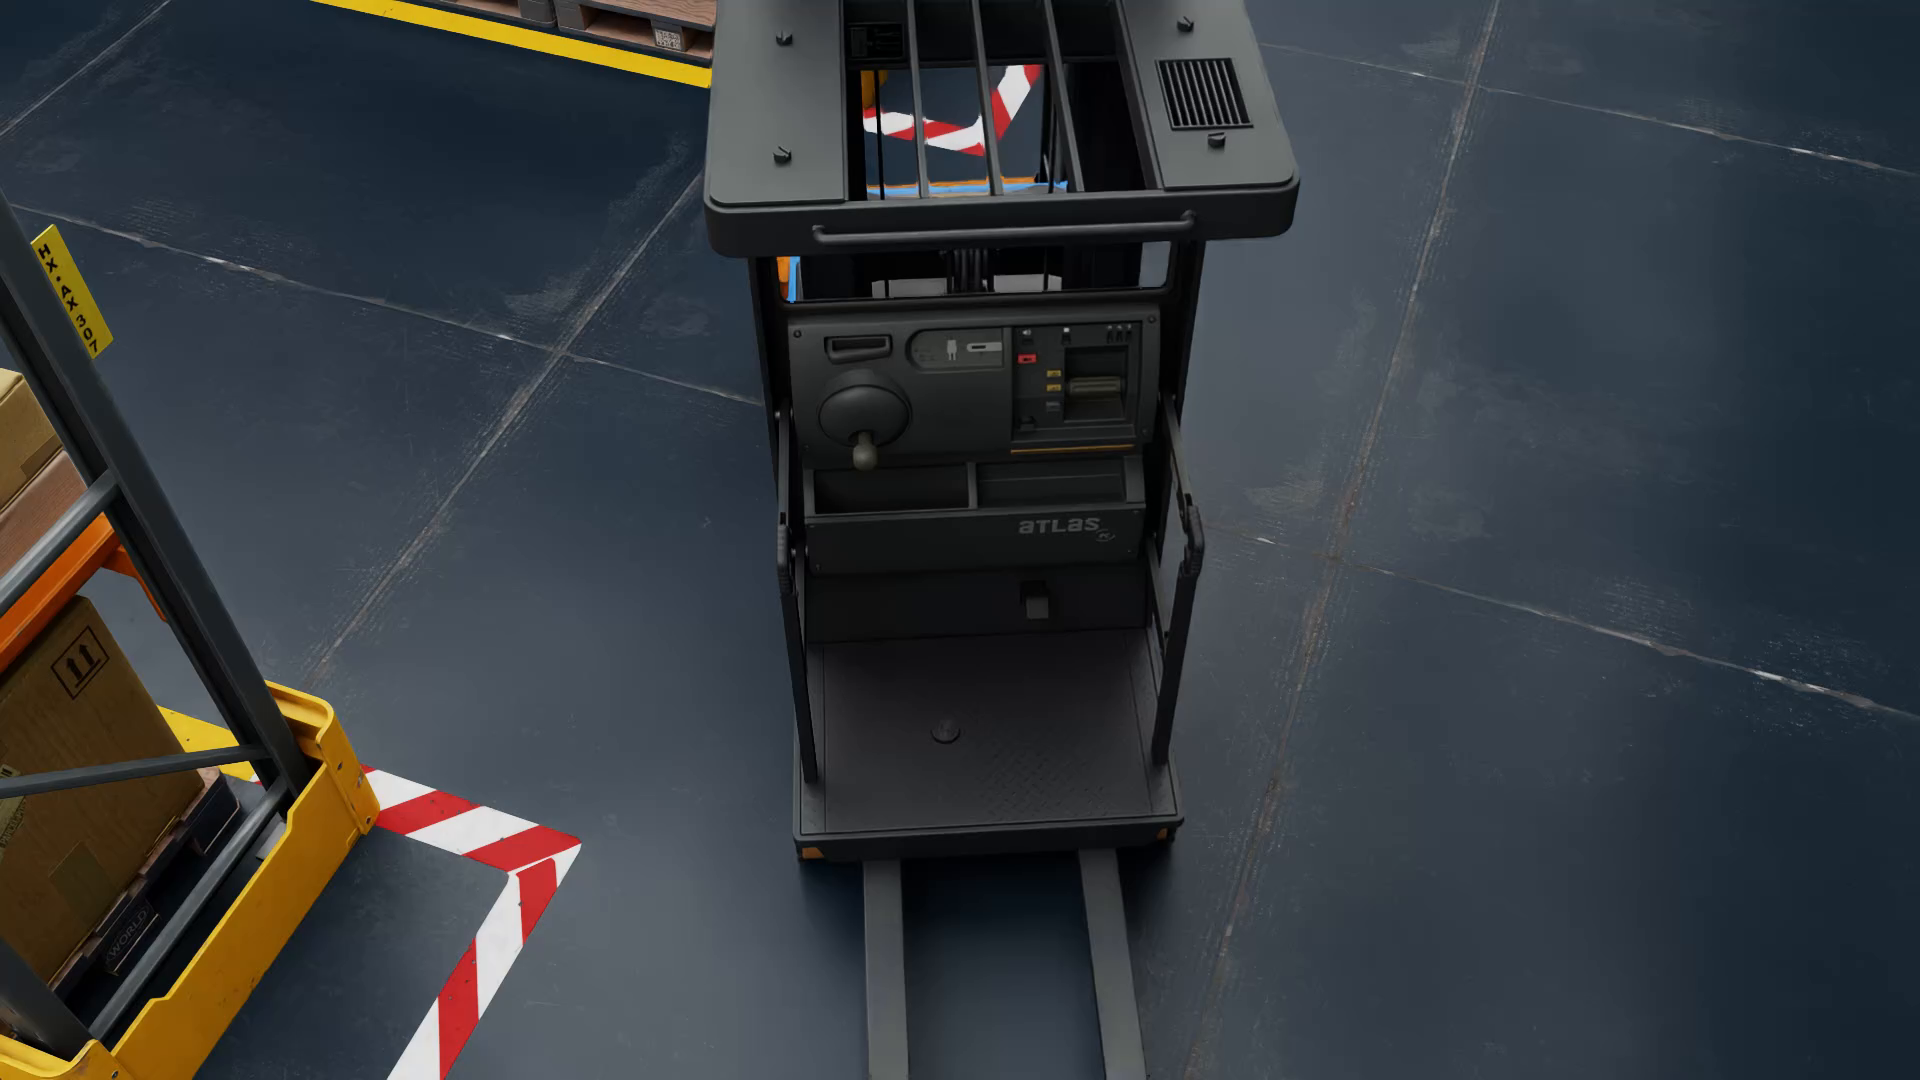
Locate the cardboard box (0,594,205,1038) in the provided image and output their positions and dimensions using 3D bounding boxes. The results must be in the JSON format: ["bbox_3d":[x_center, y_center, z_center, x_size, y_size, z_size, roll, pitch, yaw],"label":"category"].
[{"bbox_3d":[-2.752,0.625,4.352,0.875,0.875,0.875,16,51,13],"label":"cardboard box"}]

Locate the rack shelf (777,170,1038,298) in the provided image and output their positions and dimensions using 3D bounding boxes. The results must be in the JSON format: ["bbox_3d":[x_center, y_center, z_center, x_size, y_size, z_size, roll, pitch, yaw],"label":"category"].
[{"bbox_3d":[-0.183,-1.051,5.907,1.000,0.185,0.538,-4,49,-4],"label":"rack shelf"}]

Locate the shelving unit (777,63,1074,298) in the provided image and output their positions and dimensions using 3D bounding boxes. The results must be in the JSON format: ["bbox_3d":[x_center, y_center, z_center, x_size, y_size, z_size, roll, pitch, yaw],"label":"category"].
[{"bbox_3d":[-0.174,-1.170,5.771,1.083,1.500,0.587,-4,49,-4],"label":"shelving unit"}]

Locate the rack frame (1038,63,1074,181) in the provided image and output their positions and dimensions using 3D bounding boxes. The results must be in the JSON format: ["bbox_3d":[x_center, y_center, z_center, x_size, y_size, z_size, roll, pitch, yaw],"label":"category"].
[{"bbox_3d":[0.323,-1.207,5.804,0.032,1.500,0.500,-4,49,-4],"label":"rack frame"}]

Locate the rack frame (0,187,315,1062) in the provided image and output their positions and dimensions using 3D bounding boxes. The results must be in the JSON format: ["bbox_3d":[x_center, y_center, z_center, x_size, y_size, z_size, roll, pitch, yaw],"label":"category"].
[{"bbox_3d":[-2.124,0.177,3.611,0.127,3.000,1.000,16,51,13],"label":"rack frame"}]

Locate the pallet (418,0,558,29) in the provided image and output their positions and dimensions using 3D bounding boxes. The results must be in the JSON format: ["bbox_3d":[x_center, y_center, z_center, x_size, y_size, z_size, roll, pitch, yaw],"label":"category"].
[{"bbox_3d":[-2.308,-2.984,8.197,1.213,0.211,1.003,16,51,13],"label":"pallet"}]

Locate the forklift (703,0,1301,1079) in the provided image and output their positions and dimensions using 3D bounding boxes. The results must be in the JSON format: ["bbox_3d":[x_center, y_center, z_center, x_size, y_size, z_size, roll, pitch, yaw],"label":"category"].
[{"bbox_3d":[0.055,-0.283,4.056,1.130,2.935,3.031,-3,49,-2],"label":"forklift"}]

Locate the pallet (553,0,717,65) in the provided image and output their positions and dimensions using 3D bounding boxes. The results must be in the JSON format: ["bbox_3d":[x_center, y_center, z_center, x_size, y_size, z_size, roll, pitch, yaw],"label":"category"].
[{"bbox_3d":[-1.167,-2.664,7.919,1.213,0.211,1.003,16,51,13],"label":"pallet"}]

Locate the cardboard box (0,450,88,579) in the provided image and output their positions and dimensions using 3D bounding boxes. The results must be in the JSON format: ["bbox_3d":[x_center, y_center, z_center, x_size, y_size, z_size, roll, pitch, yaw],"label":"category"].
[{"bbox_3d":[-2.342,-0.067,3.990,0.250,0.149,0.380,16,51,14],"label":"cardboard box"}]

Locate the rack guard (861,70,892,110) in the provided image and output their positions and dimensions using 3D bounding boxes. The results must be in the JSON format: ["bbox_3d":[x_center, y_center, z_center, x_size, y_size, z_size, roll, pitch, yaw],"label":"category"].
[{"bbox_3d":[-0.380,-2.518,7.601,0.348,0.500,1.175,16,51,13],"label":"rack guard"}]

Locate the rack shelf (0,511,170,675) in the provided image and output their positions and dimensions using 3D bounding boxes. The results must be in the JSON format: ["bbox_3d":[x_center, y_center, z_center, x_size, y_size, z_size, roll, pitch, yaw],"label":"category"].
[{"bbox_3d":[-4.000,-0.111,4.337,4.000,0.370,1.077,16,51,13],"label":"rack shelf"}]

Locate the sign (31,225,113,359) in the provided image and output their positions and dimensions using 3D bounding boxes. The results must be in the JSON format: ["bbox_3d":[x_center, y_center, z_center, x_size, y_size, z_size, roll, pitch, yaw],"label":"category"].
[{"bbox_3d":[-1.926,-0.524,3.594,0.005,0.325,0.100,16,51,13],"label":"sign"}]

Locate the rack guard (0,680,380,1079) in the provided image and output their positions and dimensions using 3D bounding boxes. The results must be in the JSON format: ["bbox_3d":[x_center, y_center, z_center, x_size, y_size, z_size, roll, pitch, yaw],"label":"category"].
[{"bbox_3d":[-2.101,1.002,4.550,0.348,0.500,1.175,16,51,13],"label":"rack guard"}]

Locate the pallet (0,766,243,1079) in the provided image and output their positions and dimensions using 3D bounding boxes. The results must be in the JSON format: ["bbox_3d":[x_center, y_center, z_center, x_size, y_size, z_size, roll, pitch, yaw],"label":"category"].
[{"bbox_3d":[-2.901,0.937,4.799,1.213,0.211,1.003,16,51,13],"label":"pallet"}]

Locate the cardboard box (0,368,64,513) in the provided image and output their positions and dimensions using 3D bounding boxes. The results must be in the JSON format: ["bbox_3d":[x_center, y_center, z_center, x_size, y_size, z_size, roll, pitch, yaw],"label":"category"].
[{"bbox_3d":[-2.480,-0.188,3.830,0.500,0.250,0.500,14,51,12],"label":"cardboard box"}]
